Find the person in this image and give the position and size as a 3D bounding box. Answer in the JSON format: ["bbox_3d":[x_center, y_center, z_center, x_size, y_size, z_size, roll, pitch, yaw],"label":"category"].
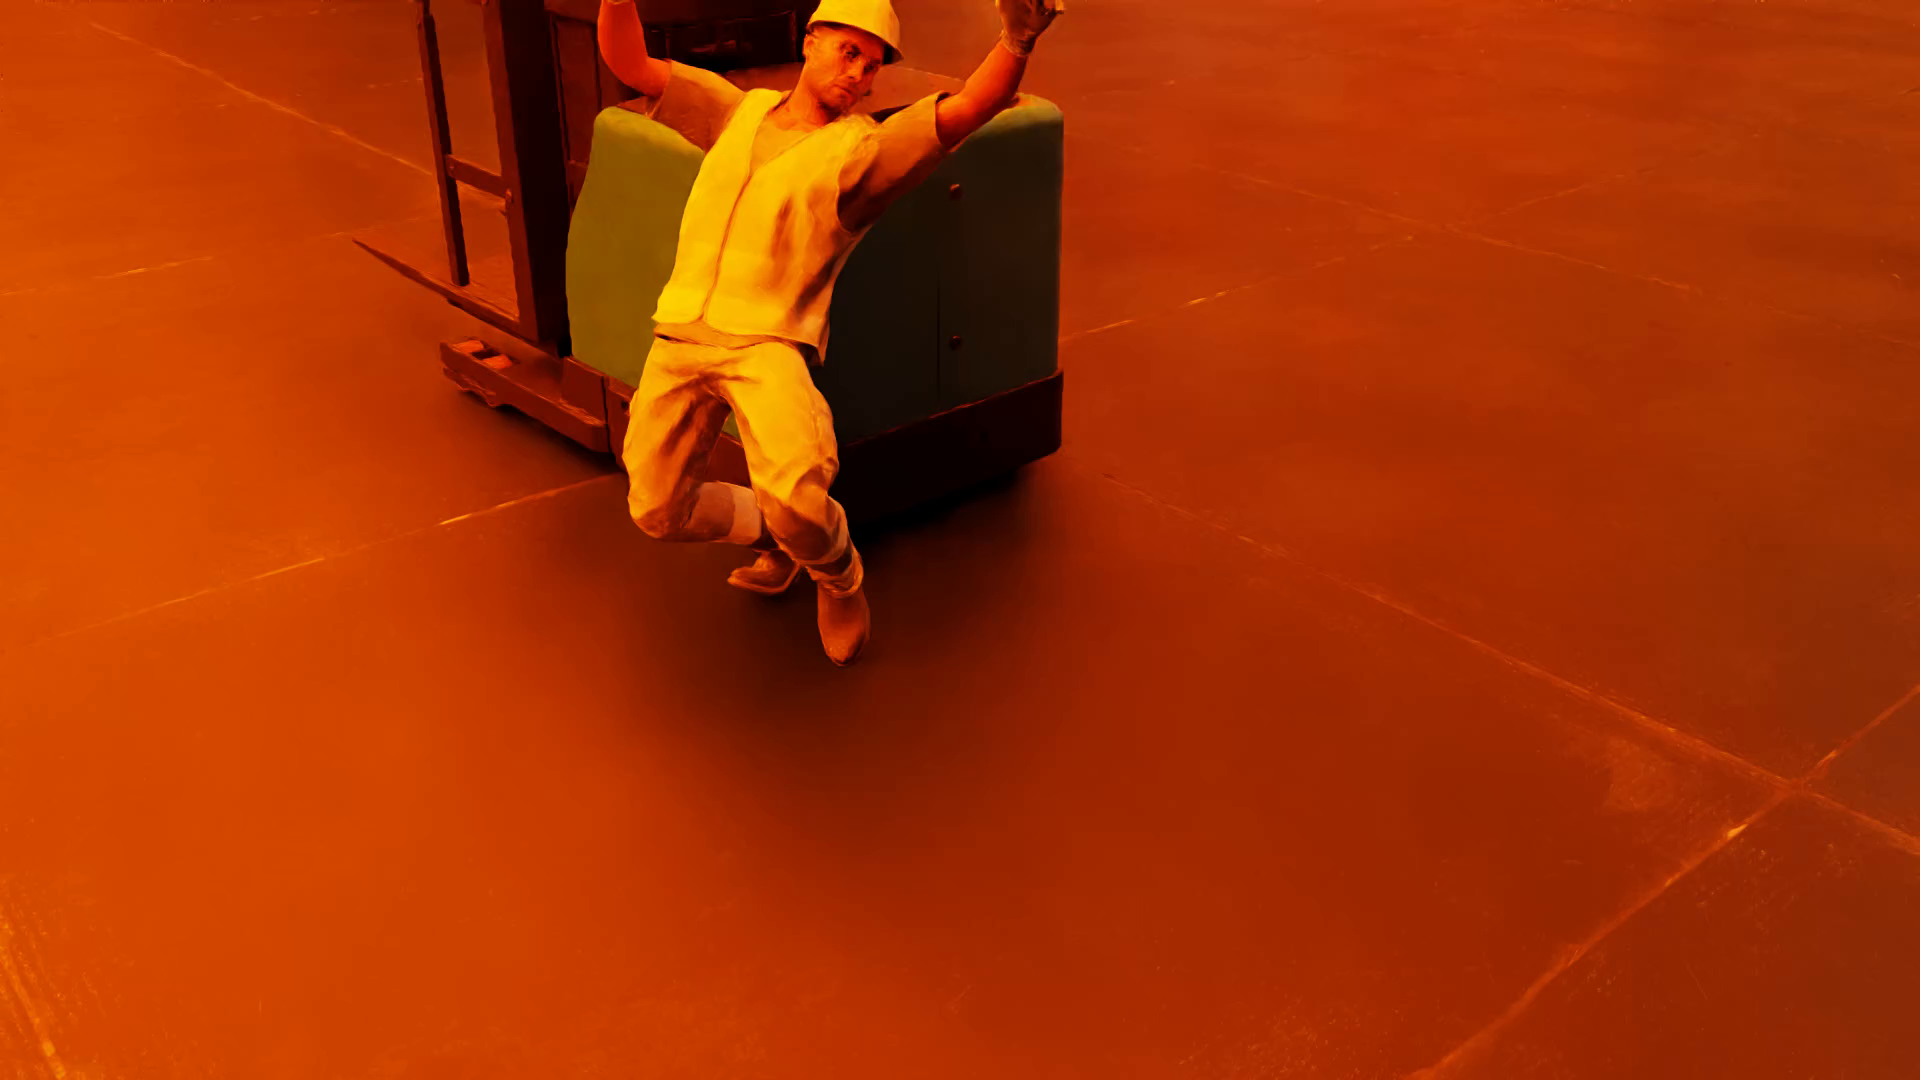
[{"bbox_3d":[-0.299,-0.511,3.684,1.053,1.657,0.804,13,29,25],"label":"person"}]

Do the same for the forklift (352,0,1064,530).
[{"bbox_3d":[-1.060,-1.874,4.980,1.130,2.935,3.031,-22,34,-37],"label":"forklift"}]
